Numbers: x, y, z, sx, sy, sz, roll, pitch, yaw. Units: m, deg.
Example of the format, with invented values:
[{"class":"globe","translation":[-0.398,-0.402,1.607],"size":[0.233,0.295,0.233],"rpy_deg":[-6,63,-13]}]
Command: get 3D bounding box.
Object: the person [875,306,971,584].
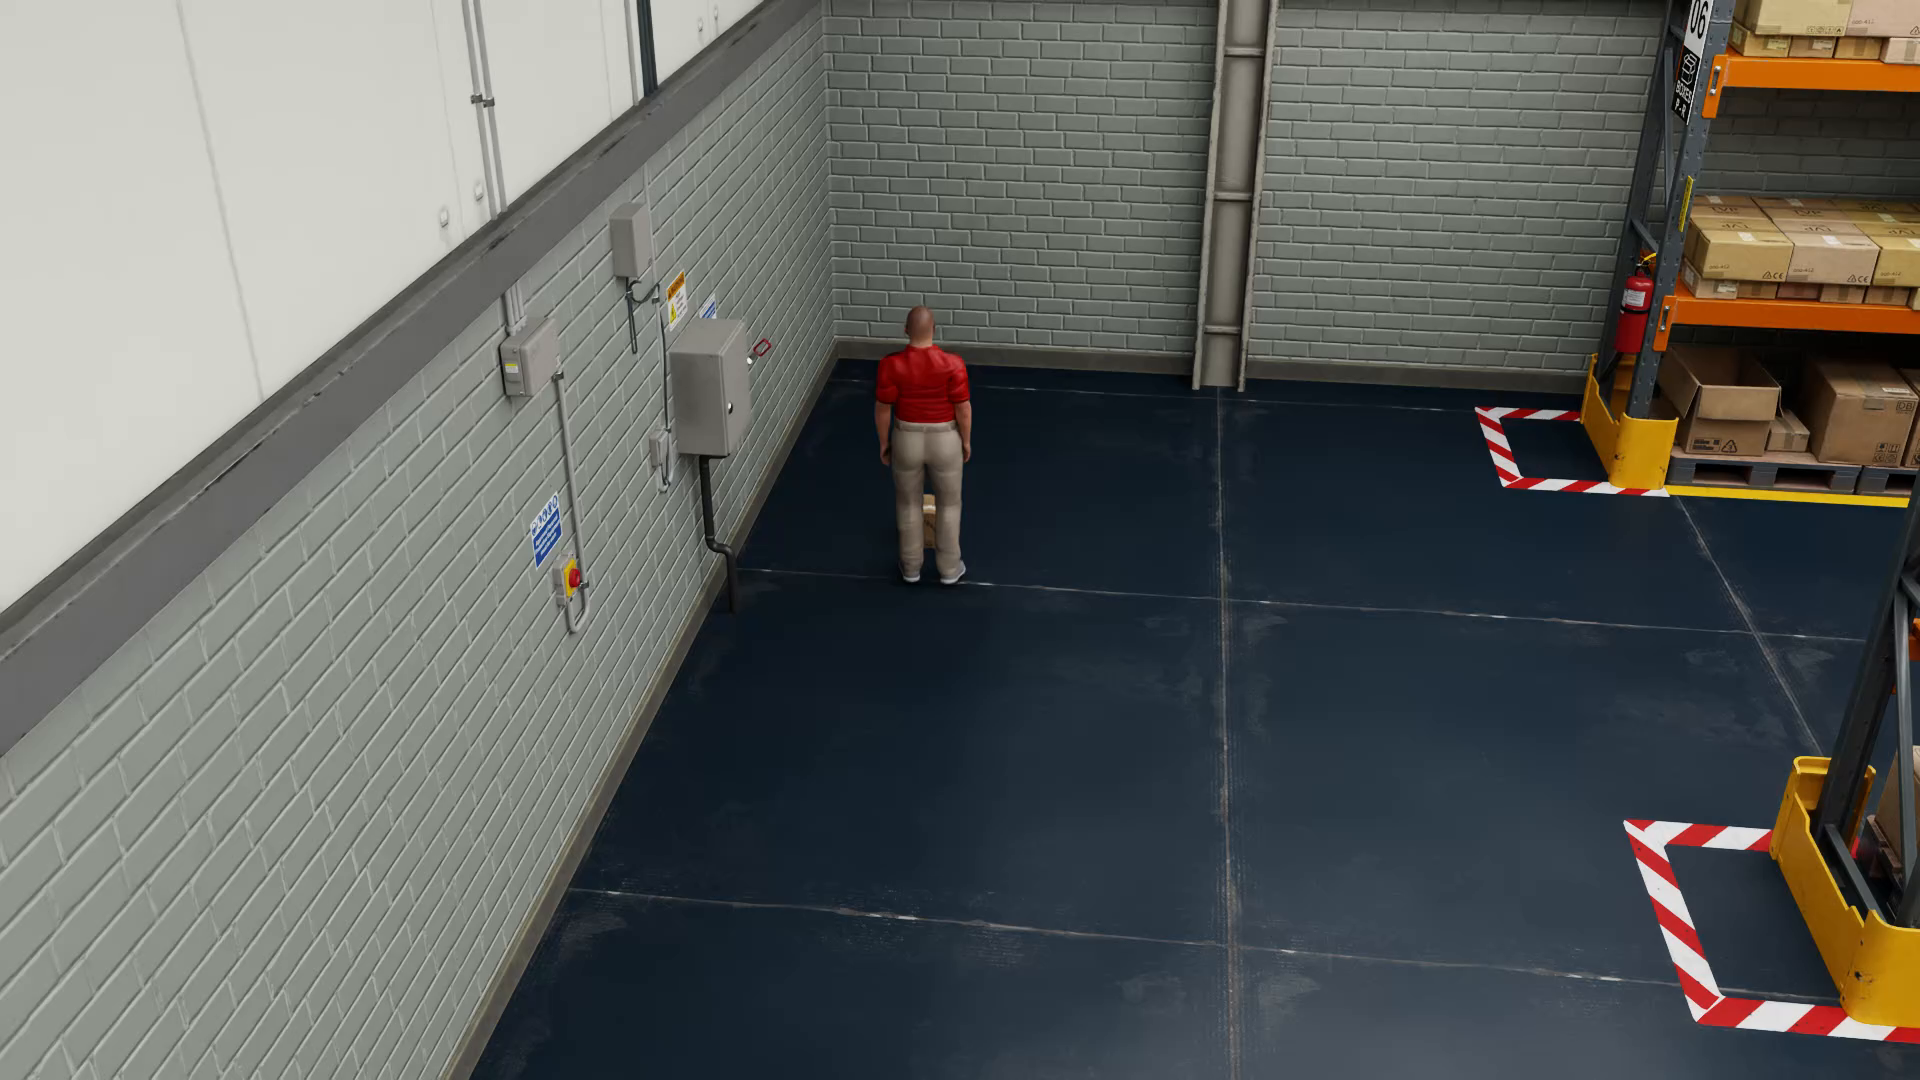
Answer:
[{"class":"person","translation":[-0.205,-0.551,9.637],"size":[0.544,1.741,0.379],"rpy_deg":[1,28,2]}]
